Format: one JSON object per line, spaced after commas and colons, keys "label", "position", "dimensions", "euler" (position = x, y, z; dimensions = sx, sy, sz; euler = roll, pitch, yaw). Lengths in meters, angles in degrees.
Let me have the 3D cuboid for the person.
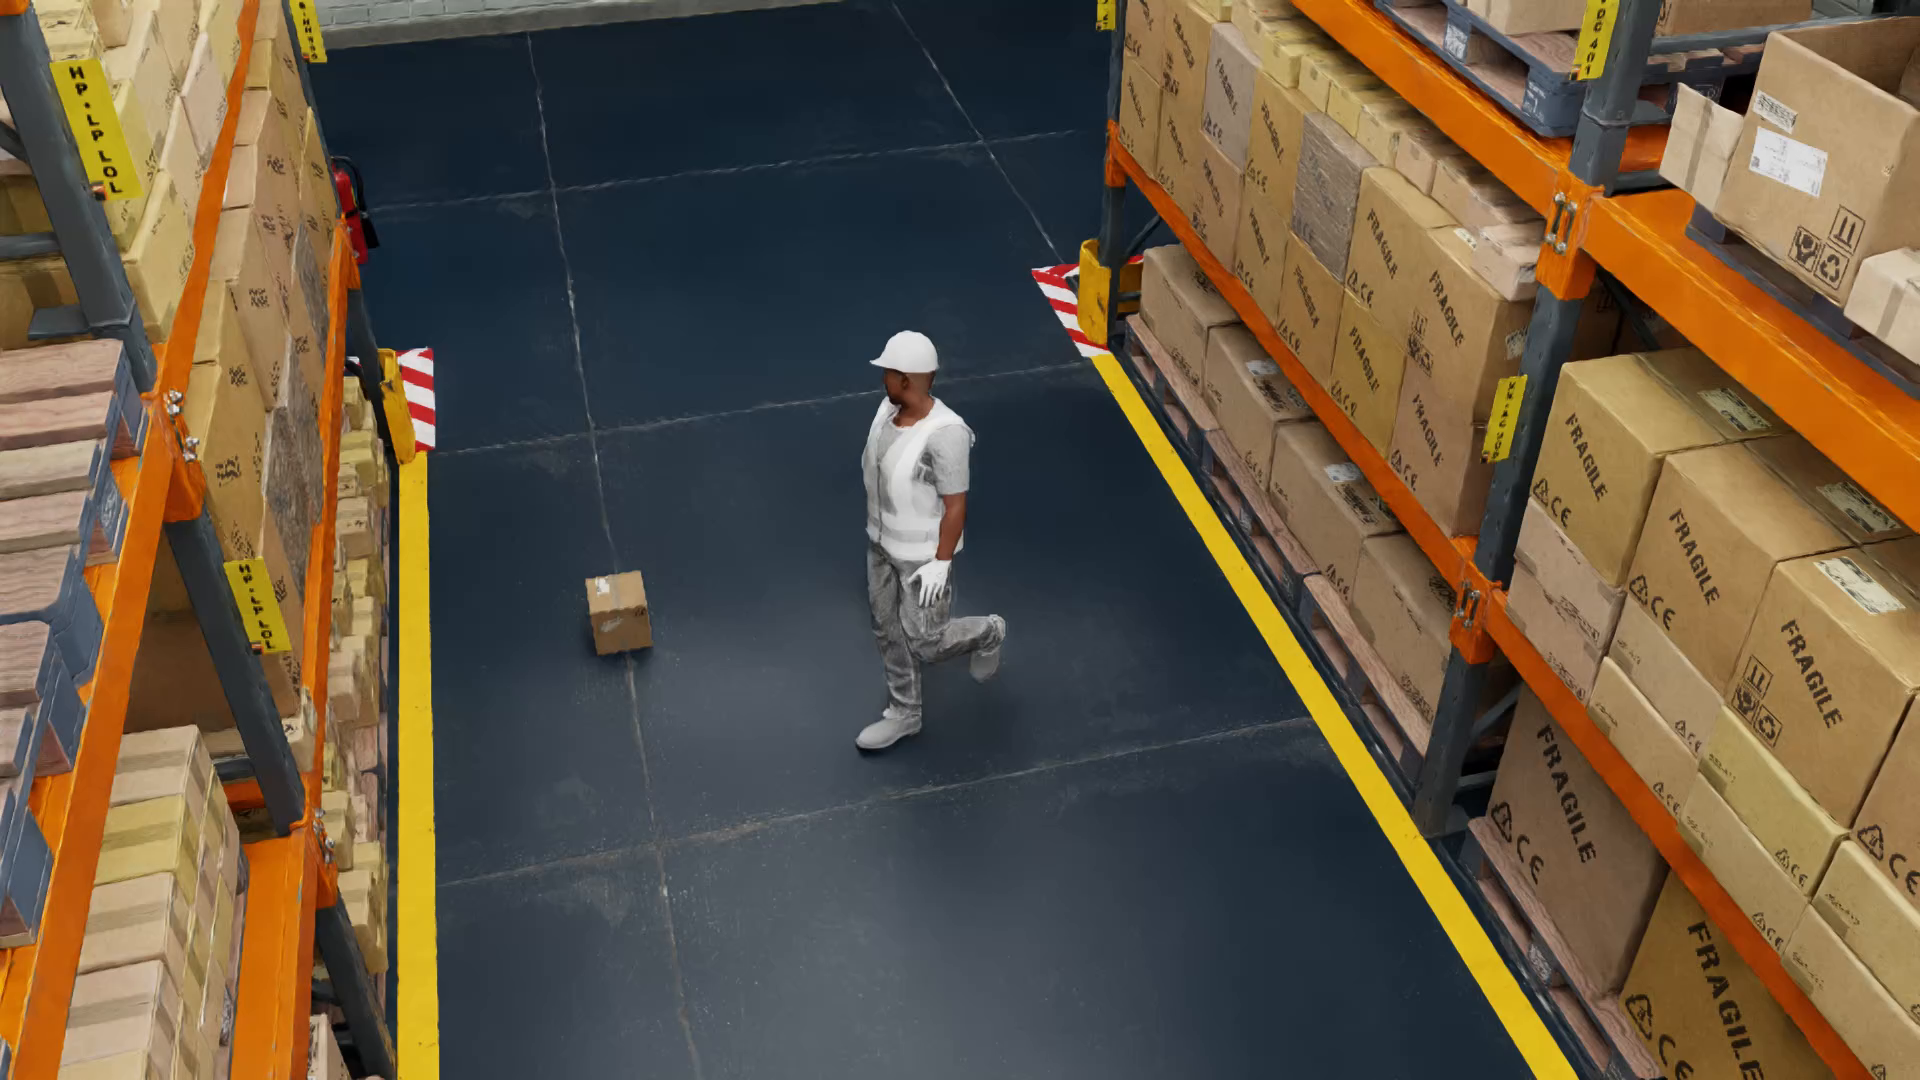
{"label": "person", "position": [-0.190, 0.006, 6.736], "dimensions": [0.766, 1.726, 0.619], "euler": [-23, 43, -27]}
